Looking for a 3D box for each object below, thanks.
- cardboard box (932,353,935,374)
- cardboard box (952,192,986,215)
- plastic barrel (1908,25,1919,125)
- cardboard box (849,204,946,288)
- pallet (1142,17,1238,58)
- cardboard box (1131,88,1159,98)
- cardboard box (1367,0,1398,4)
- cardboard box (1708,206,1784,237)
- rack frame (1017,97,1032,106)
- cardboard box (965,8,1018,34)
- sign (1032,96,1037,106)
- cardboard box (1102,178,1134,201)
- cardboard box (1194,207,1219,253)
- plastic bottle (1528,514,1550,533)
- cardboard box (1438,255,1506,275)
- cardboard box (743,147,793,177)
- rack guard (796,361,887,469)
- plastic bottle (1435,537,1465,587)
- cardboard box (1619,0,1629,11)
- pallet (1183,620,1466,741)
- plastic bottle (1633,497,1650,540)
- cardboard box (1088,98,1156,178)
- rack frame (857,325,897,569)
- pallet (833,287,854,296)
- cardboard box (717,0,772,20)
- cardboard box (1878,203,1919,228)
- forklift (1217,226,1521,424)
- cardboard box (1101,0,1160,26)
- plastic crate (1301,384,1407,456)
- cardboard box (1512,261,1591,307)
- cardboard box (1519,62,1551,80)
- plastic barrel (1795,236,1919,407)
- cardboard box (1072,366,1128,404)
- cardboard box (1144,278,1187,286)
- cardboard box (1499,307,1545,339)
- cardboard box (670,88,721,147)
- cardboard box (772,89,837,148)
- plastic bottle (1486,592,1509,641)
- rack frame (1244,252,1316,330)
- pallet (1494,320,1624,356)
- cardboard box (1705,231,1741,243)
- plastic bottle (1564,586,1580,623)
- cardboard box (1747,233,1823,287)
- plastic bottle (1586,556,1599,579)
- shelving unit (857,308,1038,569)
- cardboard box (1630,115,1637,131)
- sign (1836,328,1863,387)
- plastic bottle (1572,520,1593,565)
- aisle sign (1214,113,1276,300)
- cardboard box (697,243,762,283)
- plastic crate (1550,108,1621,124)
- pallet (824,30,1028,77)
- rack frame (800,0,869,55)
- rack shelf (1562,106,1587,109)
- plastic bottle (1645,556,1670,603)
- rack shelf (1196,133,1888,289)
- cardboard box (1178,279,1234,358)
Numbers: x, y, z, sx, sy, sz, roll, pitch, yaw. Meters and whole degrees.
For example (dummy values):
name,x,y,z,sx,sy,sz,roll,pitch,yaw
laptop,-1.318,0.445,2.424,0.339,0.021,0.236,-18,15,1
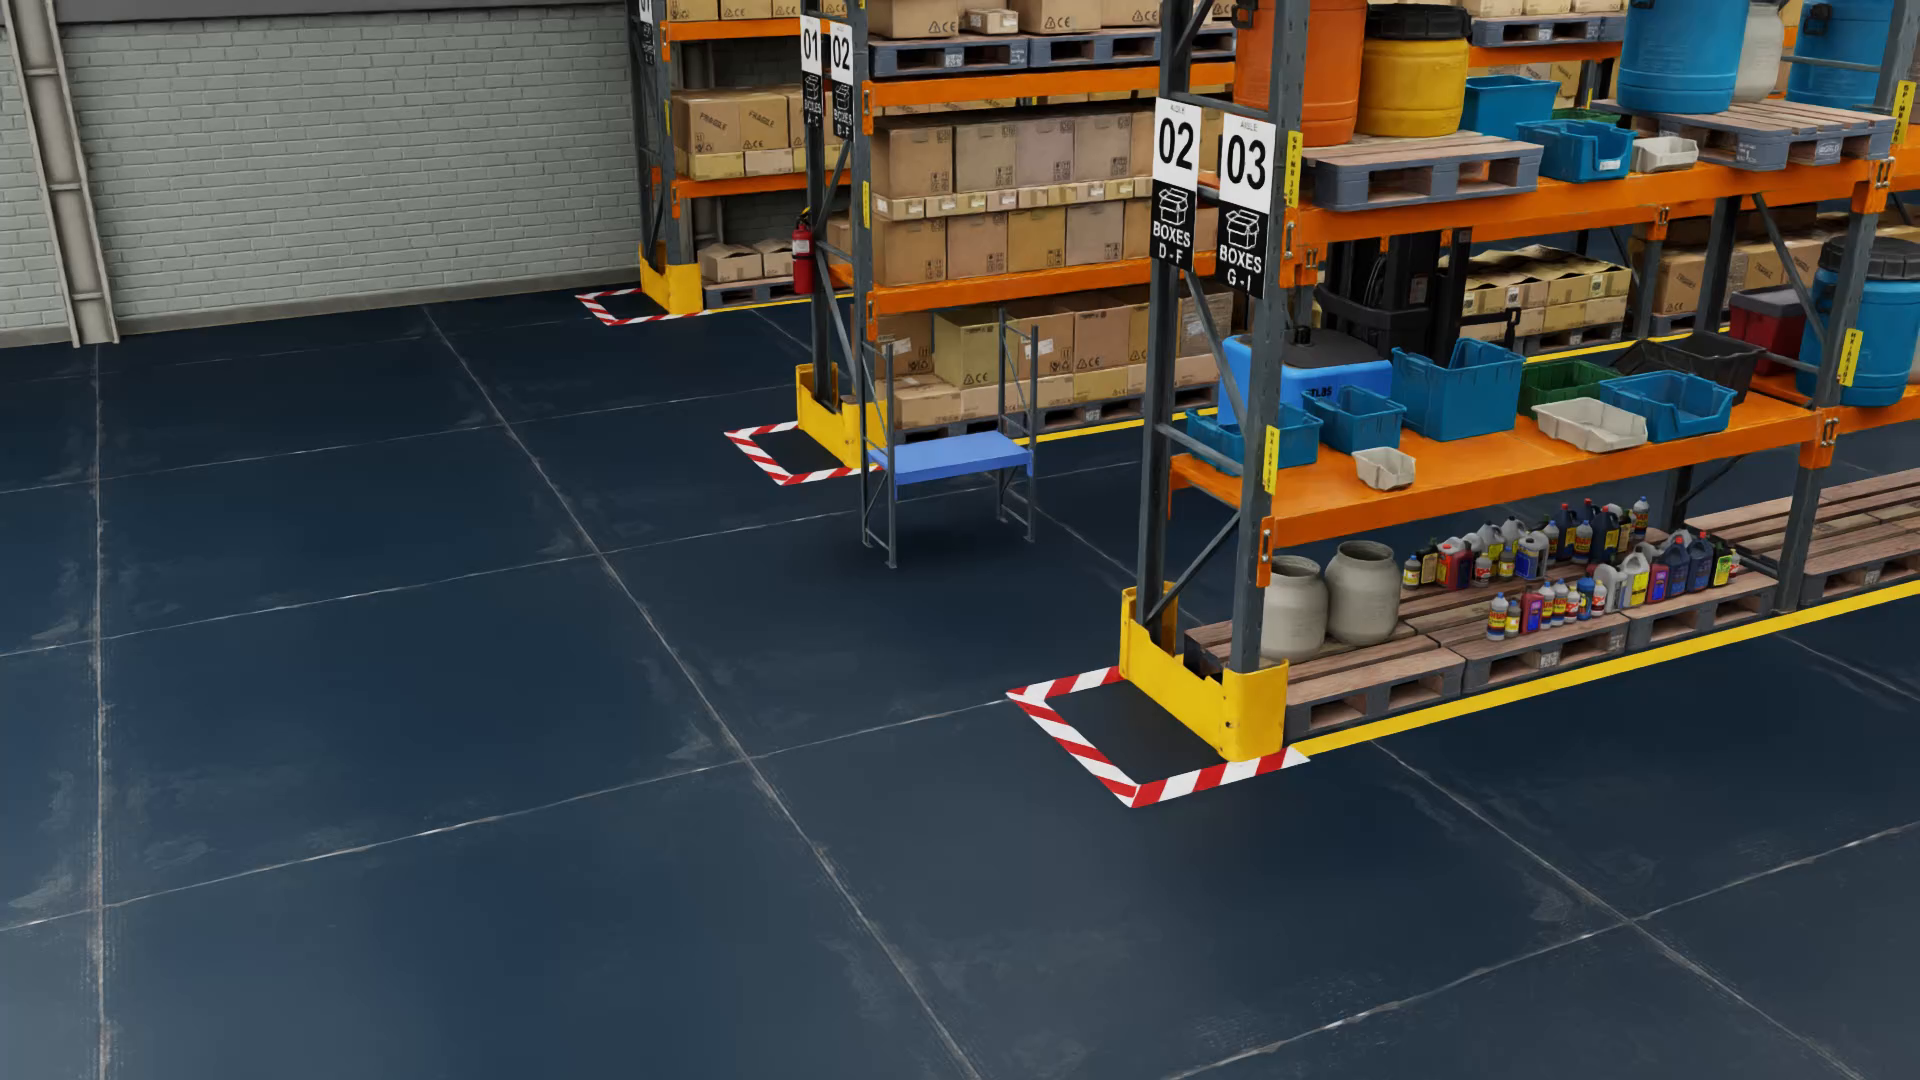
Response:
name,x,y,z,sx,sy,sz,roll,pitch,yaw
cardboard box,-0.105,-1.351,13.638,0.500,0.250,0.500,-10,25,-24
cardboard box,0.004,-2.572,12.563,0.250,0.149,0.380,-10,25,-23
plastic barrel,5.797,-2.991,9.976,0.600,0.901,0.600,0,22,0
cardboard box,-0.479,-2.269,12.678,0.500,0.500,0.700,-10,25,-24
pallet,1.942,-4.008,13.204,1.213,0.211,1.003,-10,25,-24
cardboard box,2.107,-5.052,18.827,0.500,0.500,0.700,-7,23,-16
cardboard box,3.258,-4.423,13.738,0.500,0.250,0.500,-8,24,-18
cardboard box,8.013,-3.289,16.987,0.500,0.250,0.500,-11,25,-25
rack frame,0.547,-4.520,18.247,0.127,3.000,1.000,-10,25,-24
cardboard box,0.231,-3.813,12.213,0.250,0.149,0.380,-10,25,-24
sign,0.790,-4.734,17.633,0.005,0.325,0.100,-10,25,-24
cardboard box,1.164,-2.785,13.077,0.250,0.149,0.380,-10,24,-22
cardboard box,1.830,-2.694,13.705,0.500,0.500,0.700,-11,25,-24
plastic bottle,3.600,-0.018,10.349,0.133,0.283,0.061,-9,24,-21
cardboard box,4.774,-2.500,15.680,0.500,0.311,0.500,-11,25,-25
cardboard box,-2.018,-3.859,16.820,0.500,0.250,0.500,-11,25,-25
rack guard,-0.927,-0.991,12.990,0.348,0.500,1.175,-10,25,-24
plastic bottle,2.943,0.125,10.012,0.135,0.276,0.152,-10,25,-23
cardboard box,5.919,-4.893,14.873,0.500,0.250,0.500,-12,26,-28
pallet,2.022,0.685,9.320,1.213,0.211,1.003,-10,25,-24
plastic bottle,4.367,-0.146,10.674,0.097,0.271,0.097,0,22,0
cardboard box,1.396,-3.216,13.270,0.500,0.500,0.700,-10,25,-24
rack frame,-0.535,-0.594,10.725,0.032,1.500,0.500,-10,25,-24
pallet,-1.143,-2.904,17.989,1.213,0.211,1.003,-10,25,-24
cardboard box,-2.148,-5.344,16.159,0.500,0.500,0.500,-9,24,-20
cardboard box,10.298,-3.381,18.188,0.500,0.500,0.500,-10,25,-24
forklift,3.443,-1.862,11.917,3.031,2.935,1.130,-8,24,-19
cardboard box,1.161,-4.276,12.869,0.637,0.503,0.797,-8,24,-18
plastic crate,2.149,-0.665,9.129,0.408,0.251,0.499,-10,25,-24
cardboard box,5.473,-2.399,15.437,0.500,0.311,0.500,-11,25,-24
cardboard box,6.994,-5.788,20.765,0.500,0.500,0.500,-10,25,-23
plastic barrel,5.324,-1.297,9.805,0.708,0.901,0.600,-10,25,-24
cardboard box,1.027,-1.334,13.596,0.500,0.250,0.500,-10,25,-24
cardboard box,1.698,-2.029,14.294,0.500,0.500,0.500,-10,25,-24
cardboard box,5.018,-2.060,15.350,0.500,0.250,0.500,-10,24,-22
cardboard box,-2.724,-4.294,16.891,0.500,0.500,0.500,-11,25,-24
cardboard box,-1.578,-4.280,16.858,0.500,0.500,0.500,-11,25,-25
plastic bottle,3.009,0.422,9.301,0.097,0.271,0.097,0,22,0
rack frame,2.699,-2.813,14.124,0.127,3.000,1.000,-10,25,-24
pallet,5.545,-2.065,15.963,1.213,0.211,1.003,-10,25,-24
cardboard box,7.511,-2.847,16.898,0.500,0.500,0.500,-11,25,-26
plastic bottle,3.497,0.364,9.531,0.097,0.201,0.097,0,22,0
cardboard box,8.229,-2.761,16.690,0.500,0.500,0.500,-11,25,-25
plastic bottle,3.730,0.227,9.756,0.133,0.283,0.061,-10,25,-24
shelving unit,-0.077,-0.679,10.929,1.048,1.500,0.538,-10,25,-24
cardboard box,6.822,-3.860,15.974,0.700,0.500,0.500,21,30,41
sign,5.073,-1.042,9.483,0.005,0.325,0.100,-10,25,-24
plastic bottle,3.858,0.008,10.300,0.097,0.271,0.097,0,22,0
aisle sign,1.302,-1.530,7.626,0.004,0.787,0.394,-10,25,-24
cardboard box,-2.394,-2.901,17.276,0.500,0.311,0.500,-14,26,-30
plastic crate,3.304,-2.226,9.060,0.450,0.188,0.336,-10,25,-24
pallet,-0.257,-3.603,12.226,1.213,0.211,1.003,-10,25,-24
rack frame,-0.905,-4.922,11.374,0.127,3.000,1.000,-10,25,-24
rack shelf,5.954,-5.183,20.789,4.000,0.370,1.077,-10,25,-24
plastic bottle,4.087,0.226,9.759,0.133,0.283,0.061,-9,24,-20
rack shelf,3.042,-1.827,8.761,4.000,0.370,1.077,-10,25,-24
cardboard box,1.920,-1.852,13.868,0.500,0.500,0.500,-10,25,-24
